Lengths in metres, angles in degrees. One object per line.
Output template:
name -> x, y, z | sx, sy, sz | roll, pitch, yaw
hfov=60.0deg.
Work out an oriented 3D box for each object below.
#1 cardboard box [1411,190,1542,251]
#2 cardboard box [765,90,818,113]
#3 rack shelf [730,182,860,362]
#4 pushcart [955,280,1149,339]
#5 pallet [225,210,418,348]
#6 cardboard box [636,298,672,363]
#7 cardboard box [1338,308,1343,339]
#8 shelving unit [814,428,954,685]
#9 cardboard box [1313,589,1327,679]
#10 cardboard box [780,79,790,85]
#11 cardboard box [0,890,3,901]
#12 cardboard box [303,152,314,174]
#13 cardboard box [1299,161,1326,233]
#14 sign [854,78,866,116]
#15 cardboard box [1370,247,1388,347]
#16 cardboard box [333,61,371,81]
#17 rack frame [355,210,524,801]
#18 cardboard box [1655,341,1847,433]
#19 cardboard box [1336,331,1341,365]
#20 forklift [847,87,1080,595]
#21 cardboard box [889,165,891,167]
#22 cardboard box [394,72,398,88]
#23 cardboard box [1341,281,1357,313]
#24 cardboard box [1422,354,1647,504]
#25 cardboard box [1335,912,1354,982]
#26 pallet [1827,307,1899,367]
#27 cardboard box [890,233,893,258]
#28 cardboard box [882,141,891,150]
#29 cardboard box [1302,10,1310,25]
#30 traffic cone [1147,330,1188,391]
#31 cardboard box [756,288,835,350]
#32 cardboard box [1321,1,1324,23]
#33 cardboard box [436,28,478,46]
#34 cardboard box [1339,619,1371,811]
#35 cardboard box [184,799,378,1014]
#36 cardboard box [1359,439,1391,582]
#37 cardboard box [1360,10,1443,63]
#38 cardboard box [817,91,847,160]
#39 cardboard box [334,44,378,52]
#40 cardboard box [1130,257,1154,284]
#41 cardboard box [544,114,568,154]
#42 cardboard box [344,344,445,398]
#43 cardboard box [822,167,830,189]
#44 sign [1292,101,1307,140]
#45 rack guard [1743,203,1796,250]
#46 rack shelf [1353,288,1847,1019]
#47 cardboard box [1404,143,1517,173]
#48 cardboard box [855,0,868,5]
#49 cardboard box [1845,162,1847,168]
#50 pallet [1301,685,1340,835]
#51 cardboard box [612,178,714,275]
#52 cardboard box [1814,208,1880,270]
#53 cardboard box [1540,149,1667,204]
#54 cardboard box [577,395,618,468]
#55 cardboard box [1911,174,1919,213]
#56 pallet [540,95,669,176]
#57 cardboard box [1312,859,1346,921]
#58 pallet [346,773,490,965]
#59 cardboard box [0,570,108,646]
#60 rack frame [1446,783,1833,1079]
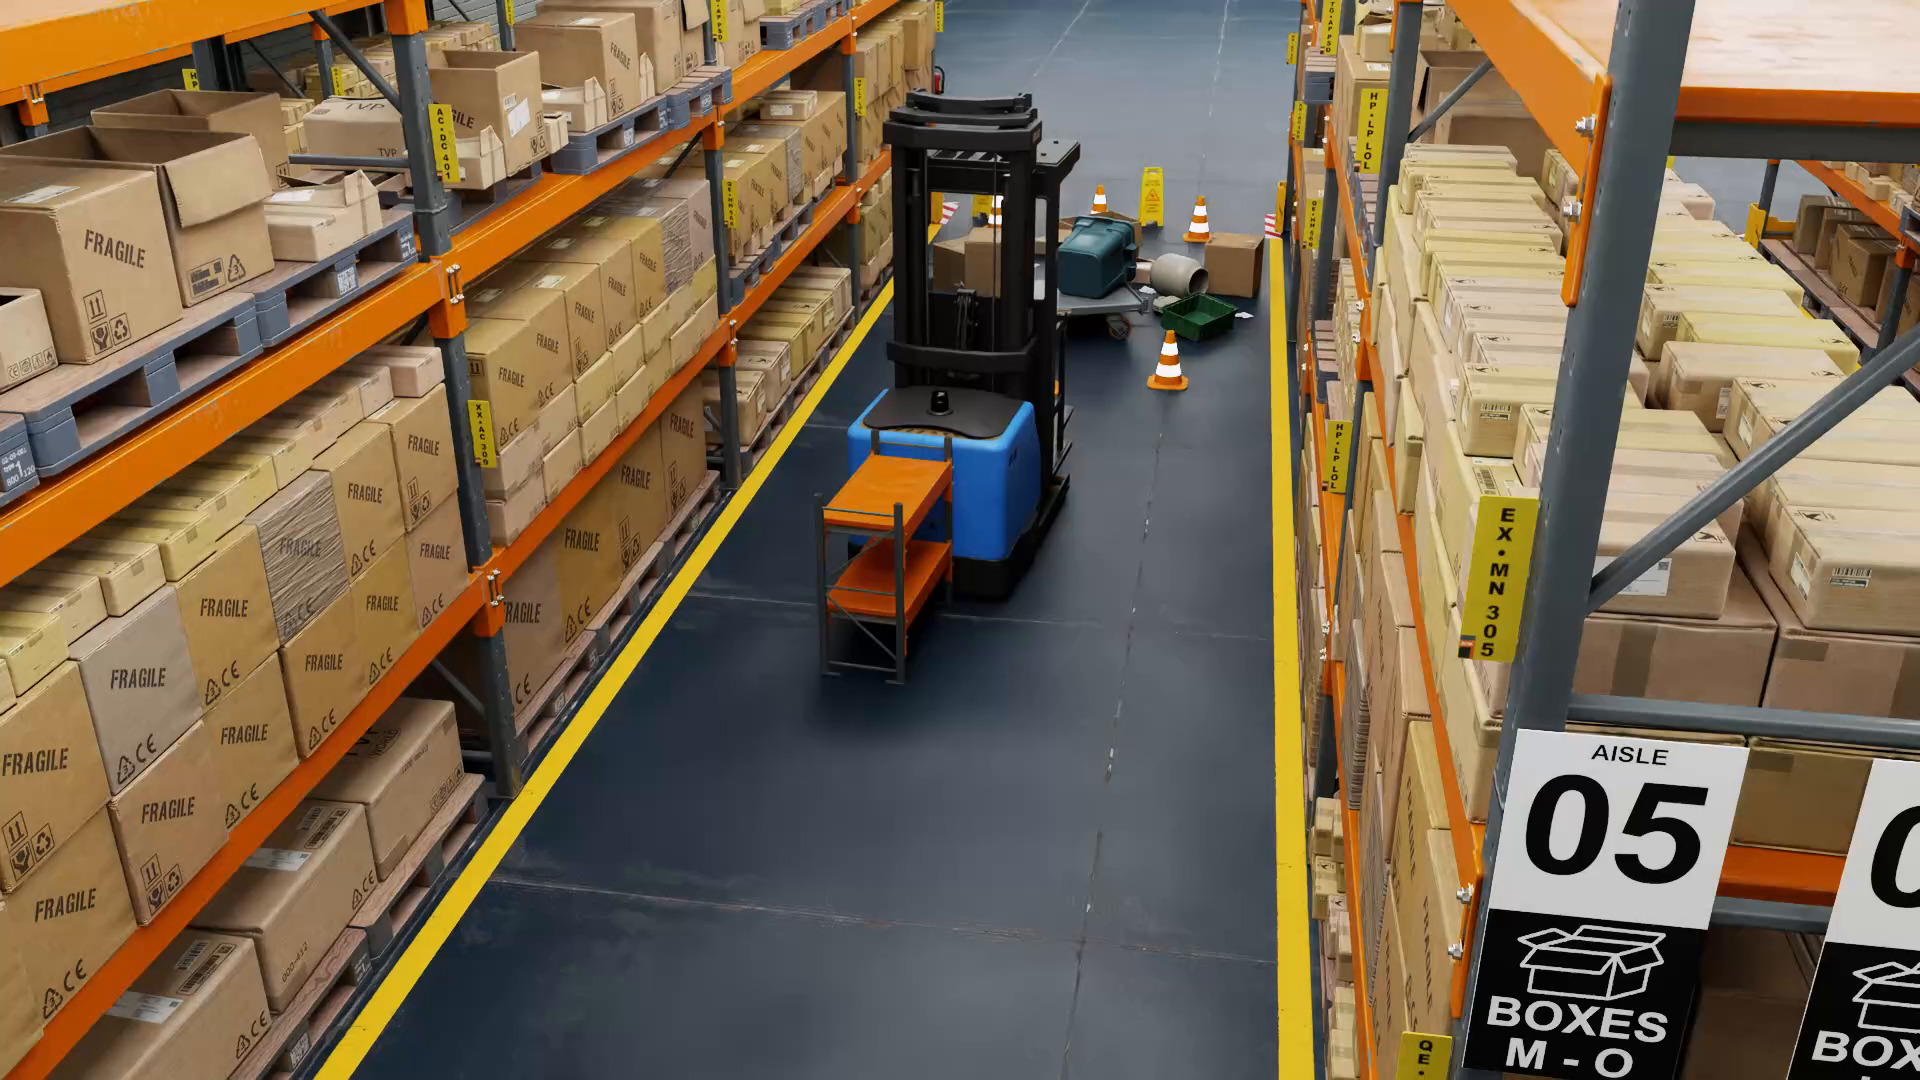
cardboard box -> 1.723, -1.061, 5.558 | 0.380, 0.149, 0.250 | 3, 25, 7
cardboard box -> -1.386, -3.607, 13.689 | 0.380, 0.149, 0.250 | 3, 25, 7
rack shelf -> -1.760, -2.279, 13.429 | 1.077, 0.370, 4.000 | 4, 25, 9
pushcart -> 0.824, -2.116, 15.326 | 1.648, 0.377, 0.936 | -5, 25, -10
pallet -> -2.885, -1.072, 6.569 | 1.003, 0.211, 1.213 | 4, 25, 9
cardboard box -> -2.059, -1.276, 10.026 | 0.500, 0.250, 0.500 | 3, 25, 7
cardboard box -> 2.453, -1.265, 9.864 | 0.380, 0.149, 0.250 | 3, 25, 7
shelving unit -> -0.424, 0.078, 9.756 | 0.538, 1.125, 1.048 | 7, 26, 14
cardboard box -> 2.032, 0.479, 8.258 | 0.500, 0.250, 0.500 | 3, 25, 7
cardboard box -> -1.448, -4.257, 16.338 | 0.500, 0.500, 0.500 | 5, 25, 10
cardboard box -> -3.035, 0.899, 4.495 | 0.500, 0.500, 0.500 | 3, 25, 7
cardboard box -> -6.155, -3.487, 15.338 | 0.500, 0.250, 0.500 | 5, 25, 10
cardboard box -> 3.033, -2.773, 13.518 | 0.500, 0.500, 0.500 | 4, 25, 9
sign -> -0.885, -3.929, 14.739 | 0.100, 0.325, 0.005 | 4, 25, 9
cardboard box -> 1.823, -0.910, 6.294 | 0.500, 0.250, 0.500 | 5, 26, 11
cardboard box -> -6.000, -4.593, 16.290 | 0.380, 0.149, 0.250 | 4, 25, 8
rack frame -> -2.741, -0.095, 7.915 | 1.000, 3.000, 0.127 | 4, 25, 9
cardboard box -> 1.937, -0.369, 4.080 | 0.380, 0.149, 0.250 | 5, 25, 10
cardboard box -> 2.453, -1.146, 9.960 | 0.380, 0.149, 0.250 | 5, 26, 11
forklift -> 0.162, -1.584, 11.177 | 1.130, 2.935, 3.031 | 6, 26, 13
cardboard box -> -0.736, -3.966, 17.283 | 0.380, 0.149, 0.250 | 5, 26, 11
cardboard box -> -5.806, -4.665, 16.794 | 0.380, 0.149, 0.250 | 4, 25, 8
cardboard box -> 2.461, -1.419, 9.842 | 0.380, 0.149, 0.250 | 4, 25, 8
cardboard box -> 1.498, -0.277, 4.352 | 0.500, 0.250, 0.500 | 4, 25, 9
cardboard box -> 1.660, 1.598, 6.463 | 0.380, 0.149, 0.250 | 5, 25, 10
pallet -> 8.418, -1.775, 14.793 | 1.003, 0.211, 1.213 | 4, 25, 9
cardboard box -> -0.910, -3.060, 16.998 | 0.500, 0.250, 0.500 | 4, 25, 8
cardboard box -> -0.847, -3.971, 16.492 | 0.380, 0.149, 0.250 | 4, 25, 9
cardboard box -> 4.022, -5.218, 17.409 | 0.875, 0.550, 0.550 | 4, 25, 9
traffic cone -> 1.758, -1.535, 13.984 | 0.336, 0.463, 0.334 | 4, 25, 9
cardboard box -> -1.631, -1.921, 14.420 | 0.950, 0.372, 0.625 | 6, 26, 12
cardboard box -> 2.821, -3.853, 11.674 | 0.500, 0.500, 0.500 | 4, 25, 9
cardboard box -> -5.554, -5.549, 18.333 | 0.380, 0.149, 0.250 | 5, 25, 10
cardboard box -> 1.638, 0.631, 5.895 | 0.500, 0.500, 0.500 | 3, 25, 7
cardboard box -> -3.095, 1.505, 7.024 | 0.875, 0.438, 0.875 | 3, 25, 7
cardboard box -> 1.775, -0.038, 6.144 | 0.500, 0.500, 0.500 | 3, 25, 7
cardboard box -> 2.388, -2.743, 9.012 | 0.396, 0.266, 0.258 | 4, 25, 9
cardboard box -> -1.282, -3.602, 14.443 | 0.500, 0.500, 0.500 | 4, 25, 8
cardboard box -> -6.264, -5.049, 17.264 | 0.380, 0.149, 0.250 | 5, 25, 10
cardboard box -> 1.931, -2.749, 16.809 | 0.396, 0.266, 0.258 | 8, 26, 18
cardboard box -> -2.189, -2.043, 8.319 | 0.380, 0.166, 0.250 | 2, 25, 5
cardboard box -> -2.477, -0.736, 7.222 | 0.380, 0.149, 0.250 | 4, 25, 7
cardboard box -> -1.312, -3.064, 14.058 | 0.380, 0.149, 0.250 | 4, 25, 8
sign -> 2.919, -3.606, 14.301 | 0.100, 0.325, 0.005 | 4, 25, 9
rack guard -> 8.985, -3.264, 17.633 | 1.175, 0.500, 0.348 | 4, 25, 9
rack shelf -> 1.832, 0.009, 5.002 | 1.077, 0.370, 4.000 | 4, 25, 9
cardboard box -> 1.873, -1.387, 6.254 | 0.380, 0.149, 0.250 | 4, 25, 8
cardboard box -> -1.040, -4.905, 14.948 | 0.380, 0.149, 0.250 | 4, 25, 9
cardboard box -> 8.465, -3.477, 15.436 | 0.380, 0.149, 0.250 | 4, 25, 9
pallet -> 2.285, 1.143, 8.560 | 1.003, 0.211, 1.213 | 4, 25, 9
cardboard box -> -1.913, -2.032, 10.755 | 0.500, 0.500, 0.500 | 3, 25, 7
cardboard box -> 8.815, -2.973, 16.517 | 0.500, 0.500, 0.500 | 11, 27, 22
cardboard box -> 2.378, -1.342, 6.158 | 0.380, 0.149, 0.250 | 3, 25, 6
cardboard box -> -2.226, -0.623, 9.219 | 0.500, 0.250, 0.500 | 4, 25, 8
cardboard box -> 8.075, -2.894, 12.691 | 1.000, 1.000, 1.000 | 4, 25, 9
pallet -> -2.320, -2.300, 9.311 | 1.003, 0.211, 1.213 | 5, 26, 11
cardboard box -> 1.739, 1.548, 7.273 | 0.380, 0.149, 0.250 | 5, 26, 10
pallet -> -2.942, 1.480, 7.839 | 1.003, 0.211, 1.213 | 4, 25, 9
cardboard box -> -2.919, 0.216, 5.187 | 0.380, 0.149, 0.250 | 4, 25, 9
rack frame -> 1.506, 1.878, 3.699 | 1.000, 3.000, 0.127 | 4, 25, 9
